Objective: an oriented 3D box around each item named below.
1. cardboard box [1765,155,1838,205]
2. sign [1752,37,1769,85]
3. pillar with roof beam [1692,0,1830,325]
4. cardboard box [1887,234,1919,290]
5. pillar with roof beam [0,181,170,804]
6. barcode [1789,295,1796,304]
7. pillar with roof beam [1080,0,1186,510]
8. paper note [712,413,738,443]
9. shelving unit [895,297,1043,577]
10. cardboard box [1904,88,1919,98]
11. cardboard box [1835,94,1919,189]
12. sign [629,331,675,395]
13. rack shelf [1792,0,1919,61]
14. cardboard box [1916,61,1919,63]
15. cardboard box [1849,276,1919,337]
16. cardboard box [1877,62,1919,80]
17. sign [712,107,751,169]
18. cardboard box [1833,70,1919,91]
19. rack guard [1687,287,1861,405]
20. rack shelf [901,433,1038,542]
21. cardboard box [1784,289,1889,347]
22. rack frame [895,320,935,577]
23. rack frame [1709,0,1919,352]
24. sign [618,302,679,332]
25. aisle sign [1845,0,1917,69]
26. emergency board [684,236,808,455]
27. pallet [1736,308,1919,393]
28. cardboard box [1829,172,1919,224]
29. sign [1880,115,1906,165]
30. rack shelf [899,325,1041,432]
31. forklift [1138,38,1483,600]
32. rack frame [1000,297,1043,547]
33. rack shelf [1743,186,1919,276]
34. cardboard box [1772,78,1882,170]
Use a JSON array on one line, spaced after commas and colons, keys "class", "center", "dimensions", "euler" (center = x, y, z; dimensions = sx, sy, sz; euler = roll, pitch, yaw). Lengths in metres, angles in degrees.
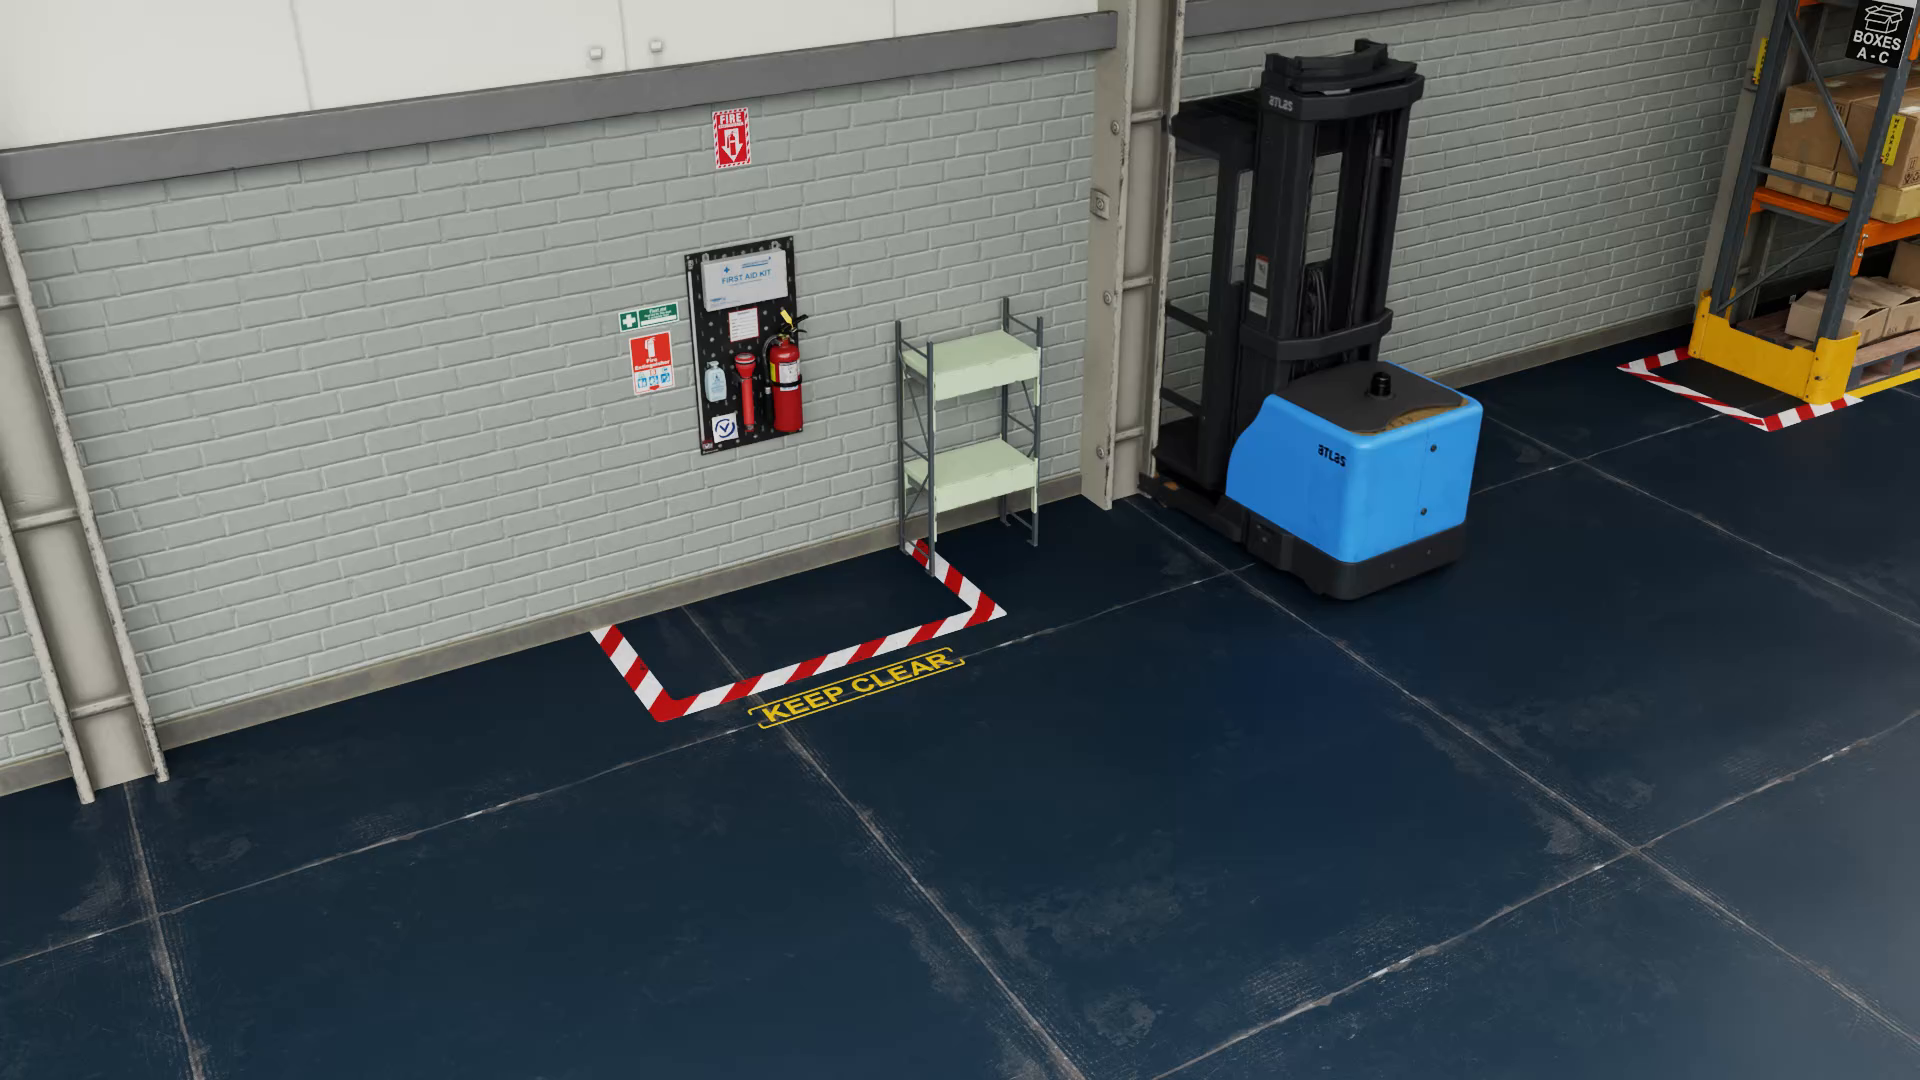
[{"class": "cardboard box", "center": [6.338, -2.692, 12.255], "dimensions": [0.500, 0.250, 0.500], "euler": [-15, 32, -26]}, {"class": "sign", "center": [5.769, -3.435, 11.942], "dimensions": [0.005, 0.325, 0.100], "euler": [-16, 33, -26]}, {"class": "pillar with roof beam", "center": [8.380, -3.918, 8.135], "dimensions": [0.400, 9.000, 9.100], "euler": [-16, 33, -26]}, {"class": "cardboard box", "center": [7.825, -2.082, 13.147], "dimensions": [0.500, 0.500, 0.700], "euler": [-18, 34, -29]}, {"class": "pillar with roof beam", "center": [-1.966, -0.981, 2.812], "dimensions": [0.400, 9.000, 9.100], "euler": [-16, 33, -26]}, {"class": "barcode", "center": [6.488, -1.876, 12.960], "dimensions": [0.075, 0.075, 0.001], "euler": [-16, 33, -26]}, {"class": "pillar with roof beam", "center": [3.207, -2.449, 5.473], "dimensions": [0.400, 9.000, 9.100], "euler": [-16, 33, -26]}, {"class": "paper note", "center": [-1.312, -0.627, 9.292], "dimensions": [0.142, 0.148, 0.016], "euler": [-16, 33, -26]}, {"class": "shelving unit", "center": [0.053, -0.609, 9.900], "dimensions": [0.755, 1.500, 0.431], "euler": [-16, 33, -27]}, {"class": "cardboard box", "center": [7.028, -2.933, 11.917], "dimensions": [0.500, 0.500, 0.500], "euler": [-16, 33, -26]}, {"class": "cardboard box", "center": [6.597, -2.816, 11.705], "dimensions": [0.500, 0.500, 0.500], "euler": [-16, 33, -26]}, {"class": "sign", "center": [-1.653, -0.950, 8.929], "dimensions": [0.234, 0.329, 0.001], "euler": [-16, 33, -26]}, {"class": "rack shelf", "center": [7.758, -4.041, 12.206], "dimensions": [4.000, 0.370, 1.077], "euler": [-16, 33, -26]}, {"class": "cardboard box", "center": [7.649, -3.399, 12.762], "dimensions": [0.500, 0.500, 0.500], "euler": [-15, 32, -26]}, {"class": "cardboard box", "center": [7.167, -1.840, 12.905], "dimensions": [0.500, 0.311, 0.500], "euler": [-13, 31, -22]}, {"class": "cardboard box", "center": [7.215, -3.276, 12.538], "dimensions": [0.500, 0.500, 0.500], "euler": [-17, 33, -28]}, {"class": "sign", "center": [-1.182, -2.082, 8.617], "dimensions": [0.199, 0.298, 0.001], "euler": [-16, 33, -26]}, {"class": "cardboard box", "center": [6.771, -3.148, 12.306], "dimensions": [0.500, 0.500, 0.500], "euler": [-15, 32, -26]}, {"class": "rack guard", "center": [6.099, -1.477, 12.508], "dimensions": [0.348, 0.500, 1.175], "euler": [-16, 33, -26]}, {"class": "rack shelf", "center": [0.053, -0.324, 10.058], "dimensions": [0.720, 0.370, 0.431], "euler": [-16, 33, -27]}, {"class": "cardboard box", "center": [6.675, -1.701, 12.653], "dimensions": [0.500, 0.311, 0.500], "euler": [-20, 35, -32]}, {"class": "rack frame", "center": [-0.261, -0.519, 9.735], "dimensions": [0.023, 1.500, 0.400], "euler": [-16, 33, -27]}, {"class": "rack frame", "center": [6.033, -2.553, 11.870], "dimensions": [0.127, 3.000, 1.000], "euler": [-16, 33, -26]}, {"class": "sign", "center": [-1.645, -1.180, 8.796], "dimensions": [0.331, 0.109, 0.001], "euler": [-16, 33, -26]}, {"class": "aisle sign", "center": [6.123, -3.549, 10.984], "dimensions": [0.004, 0.787, 0.394], "euler": [-16, 33, -26]}, {"class": "emergency board", "center": [-1.124, -1.027, 9.105], "dimensions": [0.643, 1.169, 0.194], "euler": [-16, 33, -26]}, {"class": "pallet", "center": [6.817, -1.535, 12.911], "dimensions": [1.213, 0.211, 1.003], "euler": [-16, 33, -26]}, {"class": "cardboard box", "center": [6.615, -2.484, 11.878], "dimensions": [0.500, 0.250, 0.500], "euler": [-17, 33, -28]}, {"class": "sign", "center": [6.308, -2.706, 11.252], "dimensions": [0.005, 0.325, 0.100], "euler": [-16, 33, -26]}, {"class": "rack shelf", "center": [0.053, -0.951, 9.712], "dimensions": [0.720, 0.370, 0.431], "euler": [-16, 33, -27]}, {"class": "forklift", "center": [1.808, -1.605, 10.223], "dimensions": [1.130, 2.935, 3.031], "euler": [-18, 33, -29]}, {"class": "rack frame", "center": [0.367, -0.700, 10.065], "dimensions": [0.023, 1.500, 0.400], "euler": [-16, 33, -27]}, {"class": "rack shelf", "center": [7.758, -2.728, 12.931], "dimensions": [4.000, 0.370, 1.077], "euler": [-16, 33, -26]}, {"class": "cardboard box", "center": [6.332, -3.029, 12.090], "dimensions": [0.500, 0.500, 0.500], "euler": [-16, 33, -27]}]
